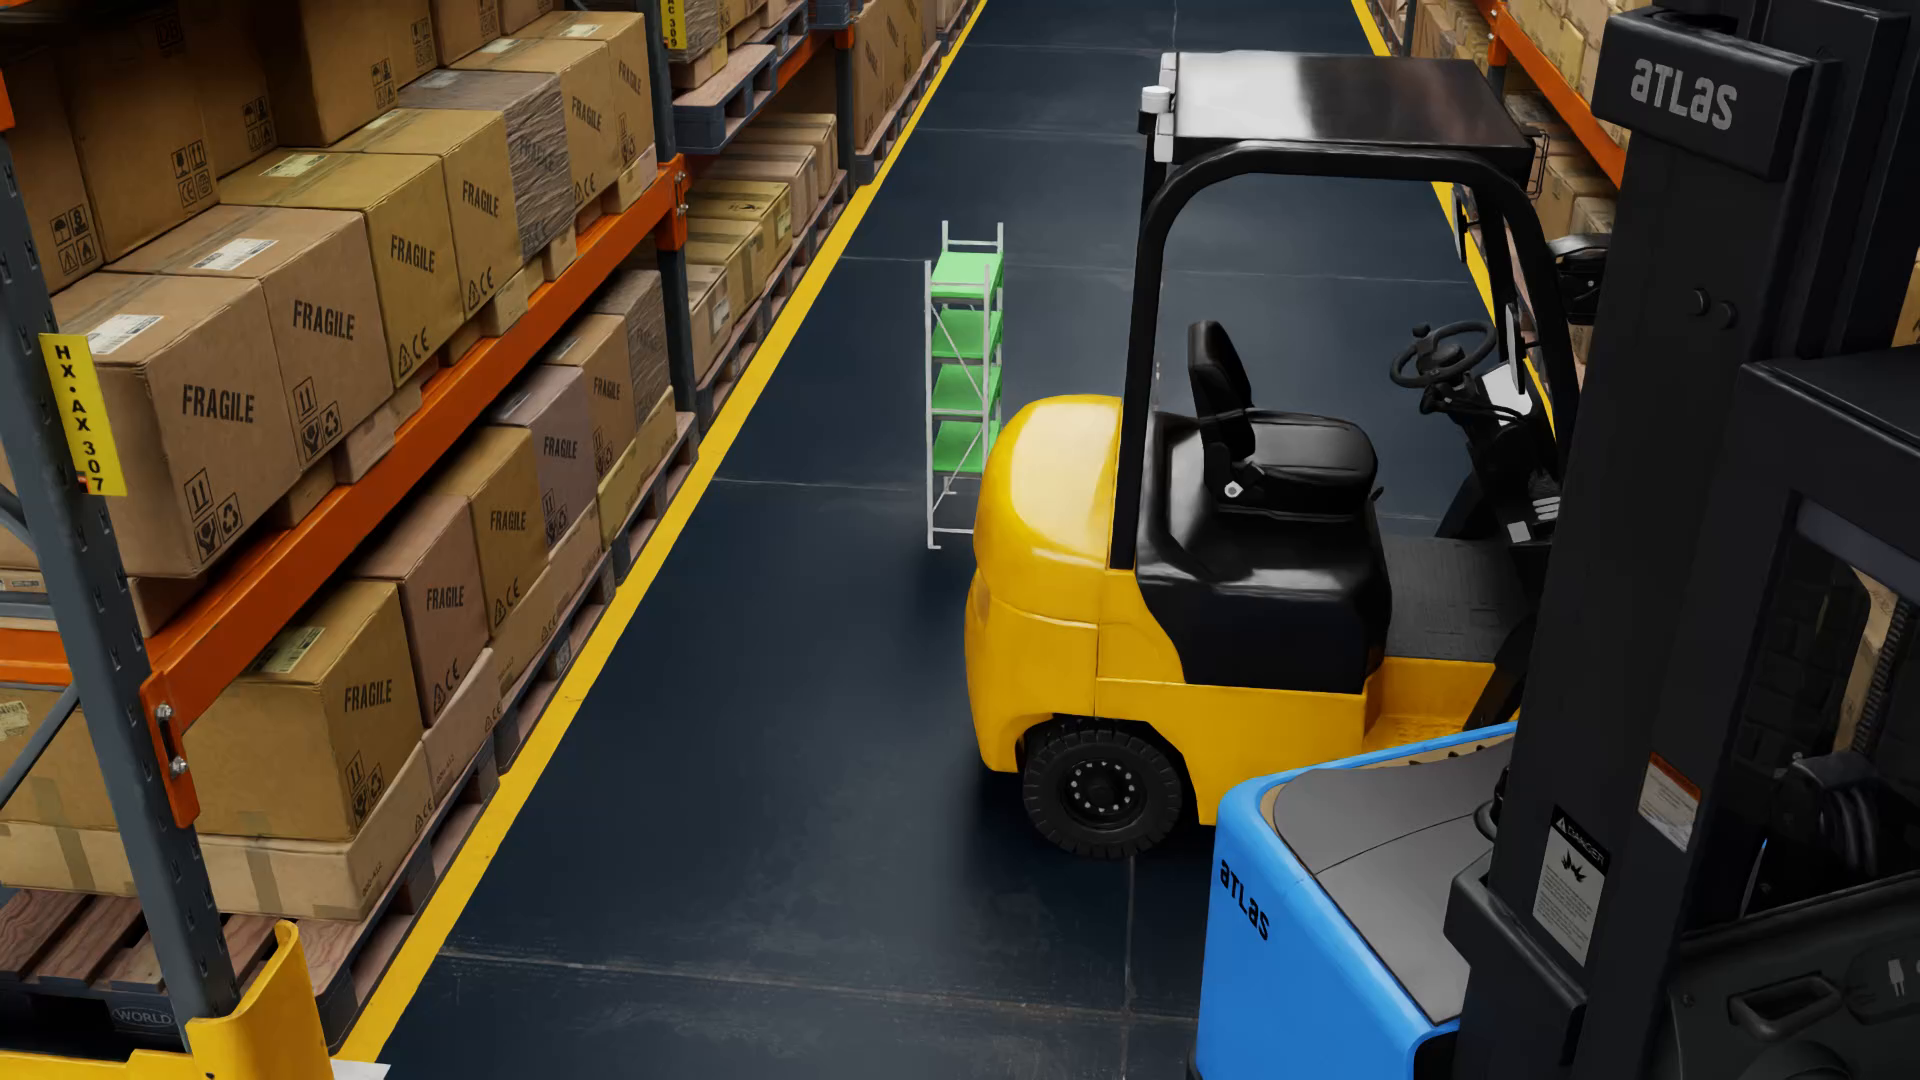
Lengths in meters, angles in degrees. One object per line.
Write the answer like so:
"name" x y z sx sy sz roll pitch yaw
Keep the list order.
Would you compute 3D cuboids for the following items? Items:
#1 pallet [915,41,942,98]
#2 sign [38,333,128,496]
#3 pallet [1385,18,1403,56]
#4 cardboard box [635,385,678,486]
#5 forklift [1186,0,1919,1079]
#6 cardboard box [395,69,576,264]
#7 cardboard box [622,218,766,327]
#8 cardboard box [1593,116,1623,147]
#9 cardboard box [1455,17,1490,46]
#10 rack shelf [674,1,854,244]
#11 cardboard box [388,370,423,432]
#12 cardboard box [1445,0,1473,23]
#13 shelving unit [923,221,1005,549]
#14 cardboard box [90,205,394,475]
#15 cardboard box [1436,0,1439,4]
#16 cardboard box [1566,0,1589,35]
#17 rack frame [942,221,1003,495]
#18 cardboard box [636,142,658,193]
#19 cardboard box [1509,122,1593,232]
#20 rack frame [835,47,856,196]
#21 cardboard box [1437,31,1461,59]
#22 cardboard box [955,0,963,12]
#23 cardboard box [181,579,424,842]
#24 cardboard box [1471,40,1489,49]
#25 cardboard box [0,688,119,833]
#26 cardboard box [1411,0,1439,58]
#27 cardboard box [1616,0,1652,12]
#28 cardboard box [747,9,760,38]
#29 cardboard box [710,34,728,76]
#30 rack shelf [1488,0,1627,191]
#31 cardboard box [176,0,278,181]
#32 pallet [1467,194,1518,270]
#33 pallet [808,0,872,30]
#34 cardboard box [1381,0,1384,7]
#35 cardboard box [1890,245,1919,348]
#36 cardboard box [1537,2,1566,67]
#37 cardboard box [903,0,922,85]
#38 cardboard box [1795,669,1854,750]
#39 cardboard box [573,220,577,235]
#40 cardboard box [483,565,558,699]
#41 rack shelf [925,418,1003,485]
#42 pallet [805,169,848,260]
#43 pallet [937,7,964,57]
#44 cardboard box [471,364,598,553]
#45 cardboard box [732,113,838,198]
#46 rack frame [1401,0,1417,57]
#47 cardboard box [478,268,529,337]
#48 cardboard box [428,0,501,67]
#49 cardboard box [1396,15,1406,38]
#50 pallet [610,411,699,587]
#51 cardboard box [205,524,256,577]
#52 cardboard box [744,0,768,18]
"pallet" -0.725 -3.934 13.830 1.003 0.211 1.213 3 28 6
"sign" -1.637 -0.230 3.102 0.100 0.325 0.005 3 28 6
"pallet" 4.306 -4.338 14.580 1.003 0.211 1.213 3 28 6
"cardboard box" -1.491 -0.444 6.868 0.500 0.250 0.500 5 29 9
"forklift" 1.489 0.759 2.252 1.130 2.935 3.031 -9 30 -17
"cardboard box" -1.609 -1.228 5.447 0.500 0.500 0.500 4 29 8
"cardboard box" -1.539 -1.377 8.472 0.950 0.372 0.625 5 29 9
"cardboard box" 3.099 -1.900 7.273 0.500 0.250 0.500 3 28 6
"cardboard box" 3.731 -3.599 11.777 0.380 0.149 0.250 2 28 4
"rack shelf" -1.441 -2.388 8.779 1.077 0.370 4.000 3 28 6
"cardboard box" -1.724 -0.398 4.592 0.380 0.149 0.250 4 29 8
"cardboard box" 3.848 -3.958 12.442 0.380 0.149 0.250 3 28 6
"shelving unit" 0.020 -0.606 6.610 0.258 1.200 0.503 3 28 6
"cardboard box" -1.782 -0.507 4.109 0.500 0.500 0.500 4 29 8
"cardboard box" 3.956 -4.324 13.123 0.380 0.149 0.250 3 28 5
"cardboard box" 3.252 -2.596 8.038 0.500 0.250 0.500 4 29 7
"rack frame" 0.050 -0.721 6.823 0.240 1.200 0.015 3 28 6
"cardboard box" -1.423 -1.484 6.607 0.380 0.149 0.250 3 28 6
"cardboard box" 3.569 -1.898 9.172 0.875 0.625 0.625 4 29 8
"rack frame" -1.196 -3.646 10.356 1.000 3.000 0.127 3 28 6
"cardboard box" 3.748 -3.383 12.059 0.500 0.500 0.500 2 28 4
"cardboard box" -0.413 -5.297 15.678 0.875 0.438 0.875 3 28 5
"cardboard box" -1.800 0.440 4.436 0.500 0.500 0.500 2 28 4
"cardboard box" 3.619 -3.229 11.089 0.380 0.149 0.250 2 28 5
"cardboard box" -2.337 0.422 4.469 0.500 0.500 0.500 4 29 7
"cardboard box" 3.939 -4.112 13.414 0.500 0.500 0.500 5 29 8
"cardboard box" 3.059 -2.346 7.153 0.380 0.149 0.250 2 28 5
"cardboard box" -1.201 -2.569 8.179 0.380 0.149 0.250 4 29 7
"cardboard box" -1.265 -2.197 7.487 0.380 0.149 0.250 4 29 7
"rack shelf" 3.486 -2.102 8.247 1.077 0.370 4.000 3 28 6
"cardboard box" -2.300 -1.233 4.403 0.700 0.500 0.500 3 28 6
"pallet" 3.592 -1.747 9.770 1.003 0.211 1.213 3 28 6
"pallet" -1.177 -3.220 9.767 1.213 0.211 1.003 3 28 6
"cardboard box" 4.235 -5.284 15.589 0.500 0.500 0.500 4 29 7
"cardboard box" 2.736 -0.607 4.609 0.500 0.500 0.500 4 29 7
"cardboard box" 3.311 -2.620 8.608 0.500 0.250 0.500 2 28 5
"cardboard box" -0.805 -4.057 12.915 0.875 0.875 0.875 4 29 8
"cardboard box" 2.615 0.485 4.617 0.500 0.250 0.500 3 28 5
"cardboard box" -1.600 -1.132 5.953 0.380 0.149 0.250 3 28 5
"cardboard box" -1.678 0.284 5.517 0.500 0.250 0.500 5 29 10
"rack shelf" 0.020 -0.339 6.754 0.258 0.148 0.480 3 28 6
"pallet" -1.293 -2.051 10.335 1.003 0.211 1.213 3 28 6
"pallet" -0.535 -4.655 15.168 1.003 0.211 1.213 3 28 6
"cardboard box" -1.614 -0.294 5.799 0.500 0.500 0.500 5 29 9
"cardboard box" -1.275 -2.409 10.387 0.950 0.372 0.625 1 28 3
"rack frame" 4.221 -5.243 13.319 1.000 3.000 0.127 3 28 6
"cardboard box" -1.600 -0.764 5.270 0.380 0.149 0.250 4 29 7
"cardboard box" -2.039 -1.945 5.725 0.700 0.500 0.500 4 29 6
"cardboard box" 3.998 -4.452 14.414 0.380 0.149 0.250 3 28 5
"pallet" -1.733 -0.218 6.932 1.003 0.211 1.213 3 28 6
"cardboard box" -1.912 -0.038 3.922 0.380 0.149 0.250 4 29 7
"cardboard box" -1.209 -2.795 7.914 0.500 0.500 0.500 3 28 6
